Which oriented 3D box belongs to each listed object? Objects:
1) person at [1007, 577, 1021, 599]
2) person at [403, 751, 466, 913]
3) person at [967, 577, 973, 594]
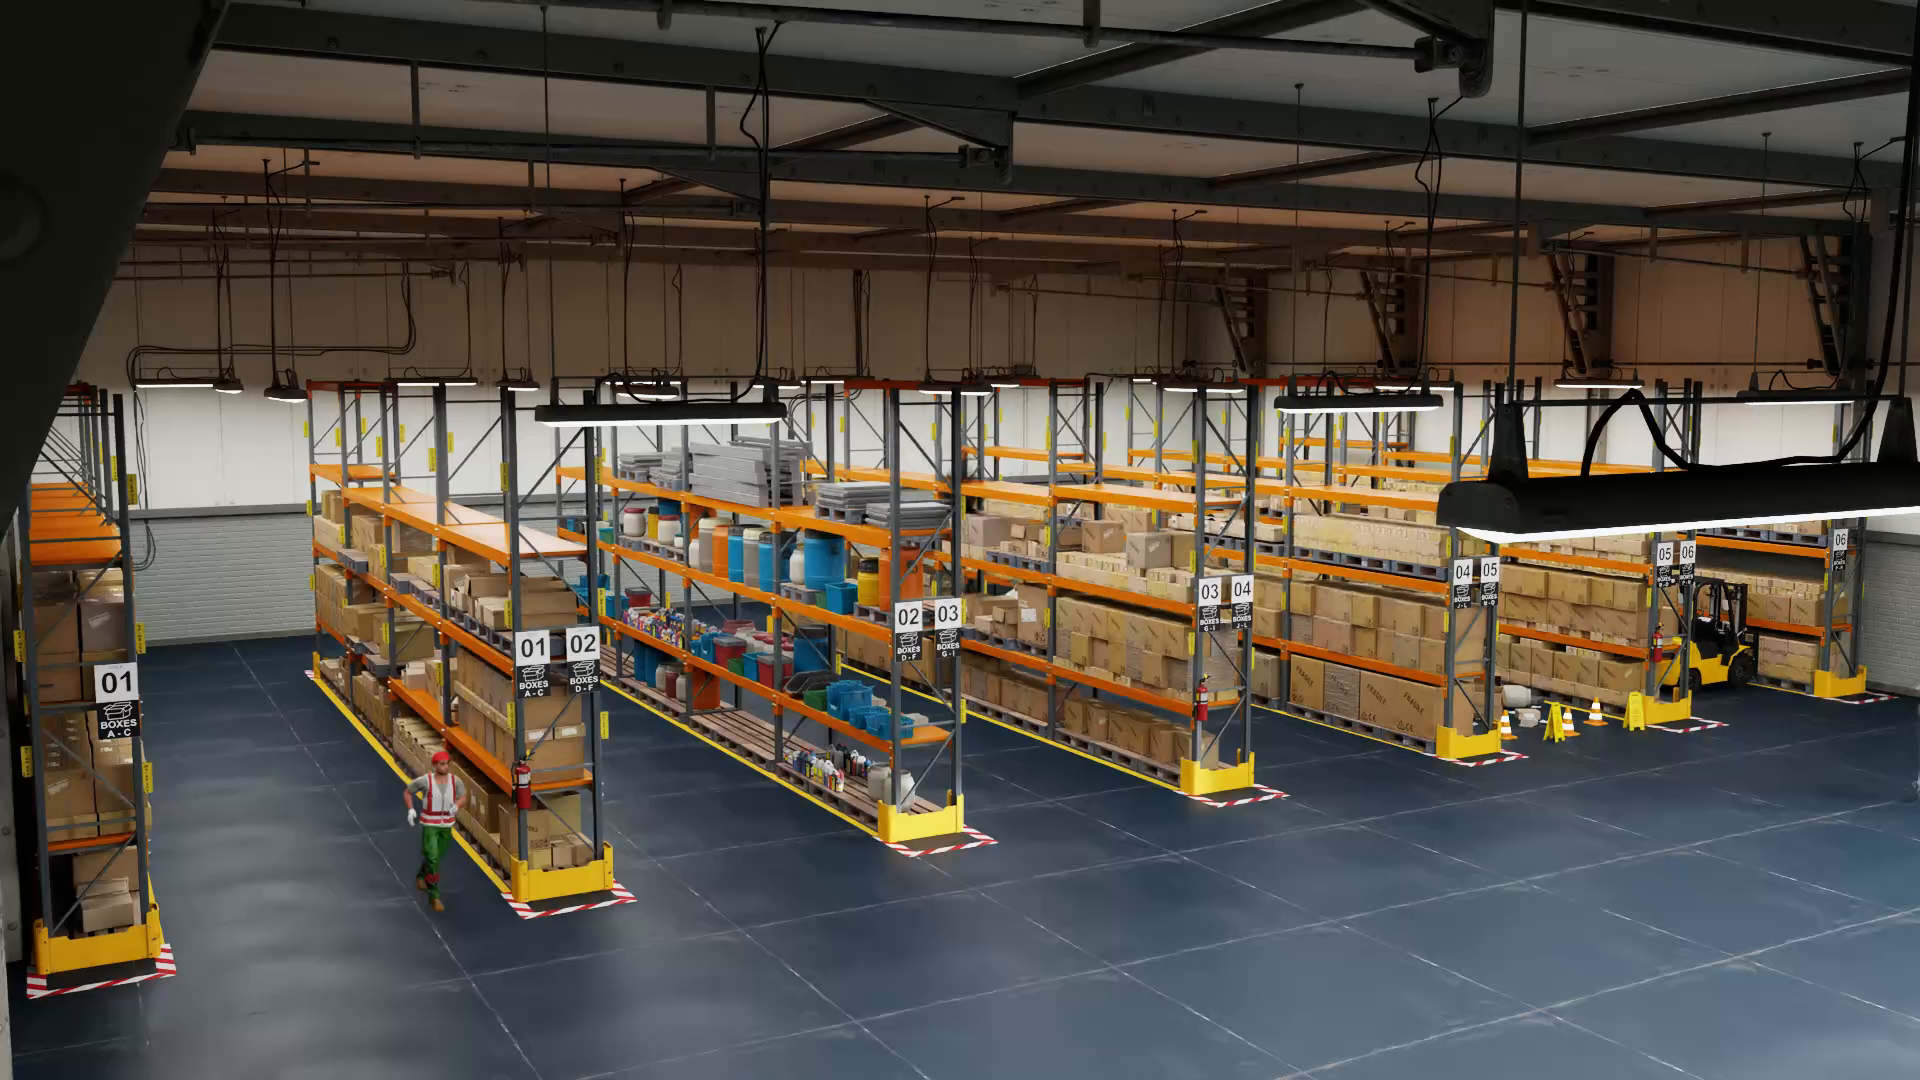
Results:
[{"bbox_3d":[1.271,1.642,36.210,0.581,1.699,0.677,-3,7,-26],"label":"person"},{"bbox_3d":[-6.152,3.375,19.585,0.692,1.812,0.924,-5,8,-39],"label":"person"},{"bbox_3d":[0.151,0.982,42.016,1.061,1.783,0.730,-3,7,-26],"label":"person"}]
